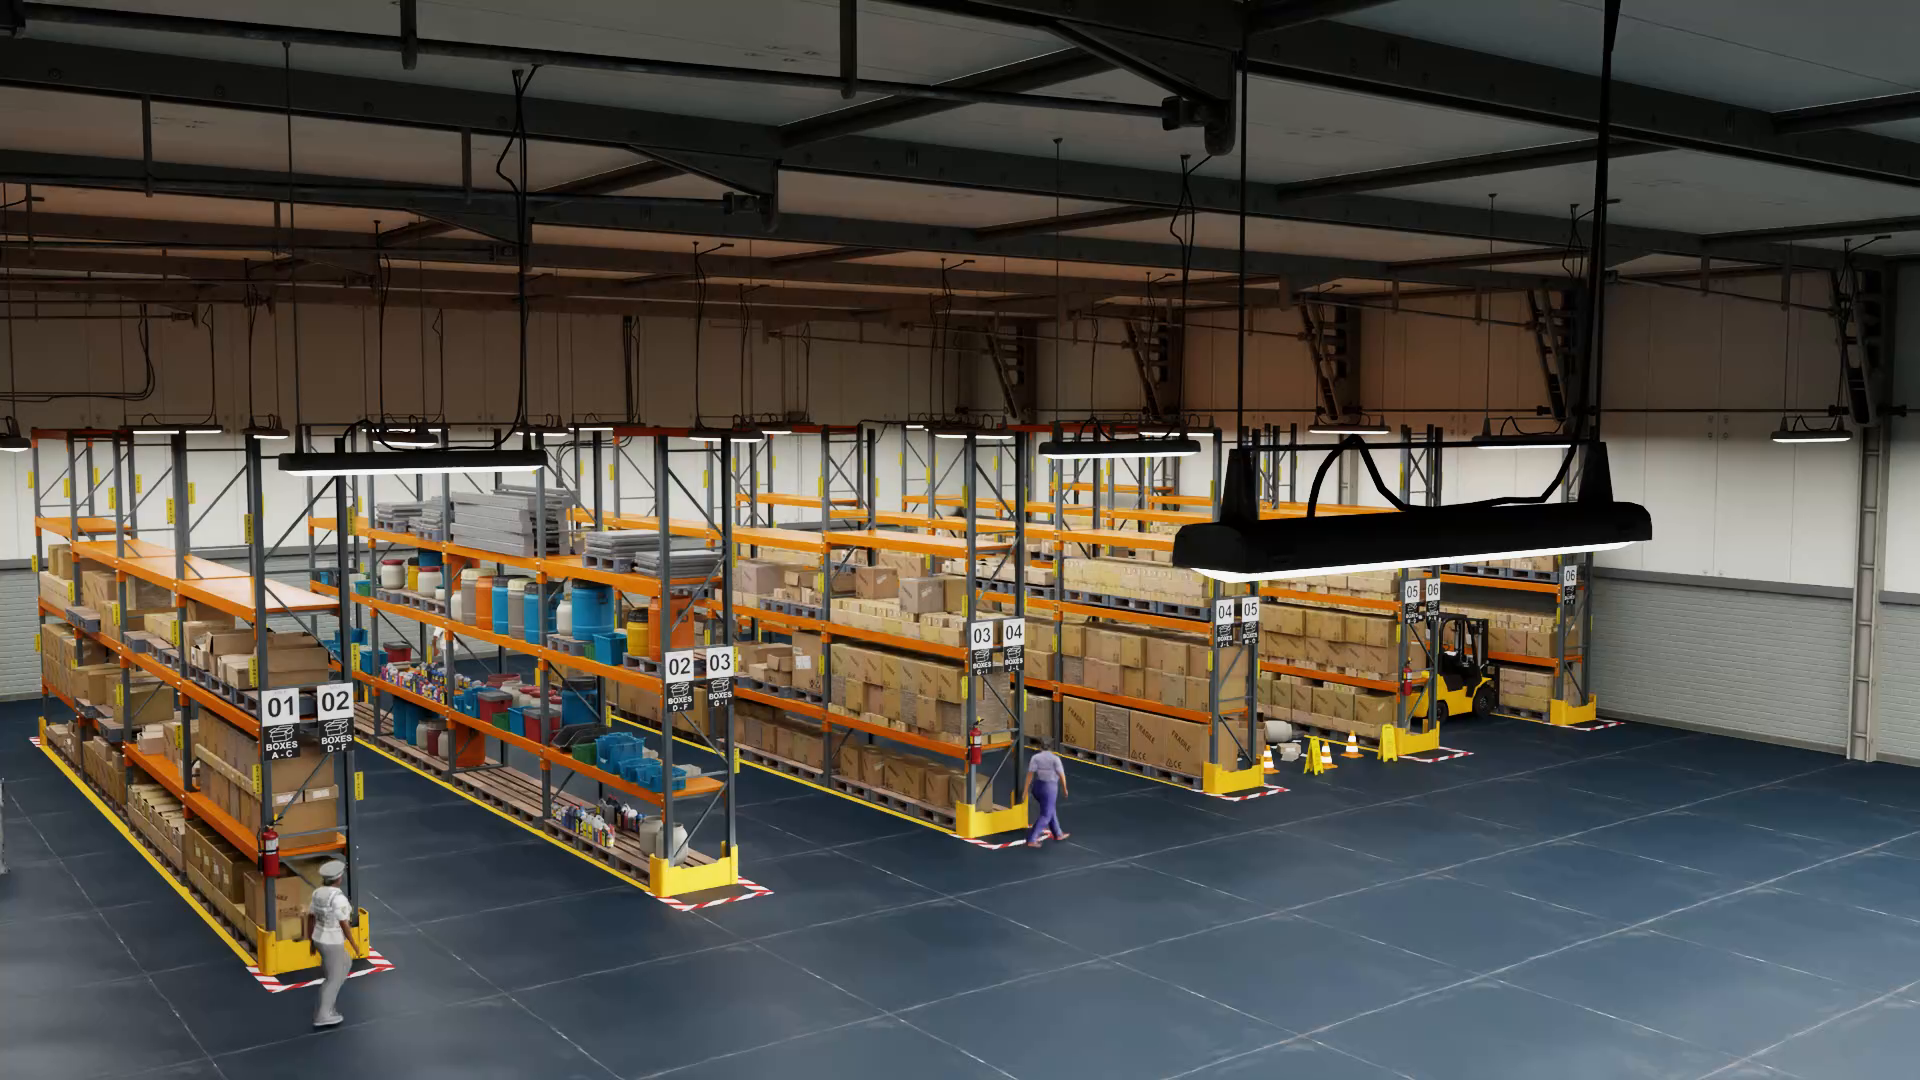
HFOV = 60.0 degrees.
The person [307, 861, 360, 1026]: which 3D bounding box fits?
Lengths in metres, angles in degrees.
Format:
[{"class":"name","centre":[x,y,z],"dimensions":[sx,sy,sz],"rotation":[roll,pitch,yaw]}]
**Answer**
[{"class":"person","centre":[-6.435,4.155,17.105],"dimensions":[0.478,1.705,0.441],"rotation":[-4,6,-41]}]

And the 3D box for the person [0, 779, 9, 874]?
[{"class":"person","centre":[-13.240,3.741,22.819],"dimensions":[0.456,1.744,0.485],"rotation":[-1,5,-12]}]

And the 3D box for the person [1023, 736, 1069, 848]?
[{"class":"person","centre":[1.288,3.641,24.097],"dimensions":[0.979,1.575,0.473],"rotation":[-3,5,-35]}]

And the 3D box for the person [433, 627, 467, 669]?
[{"class":"person","centre":[-11.677,2.501,38.001],"dimensions":[0.736,1.765,0.963],"rotation":[-4,6,-38]}]
